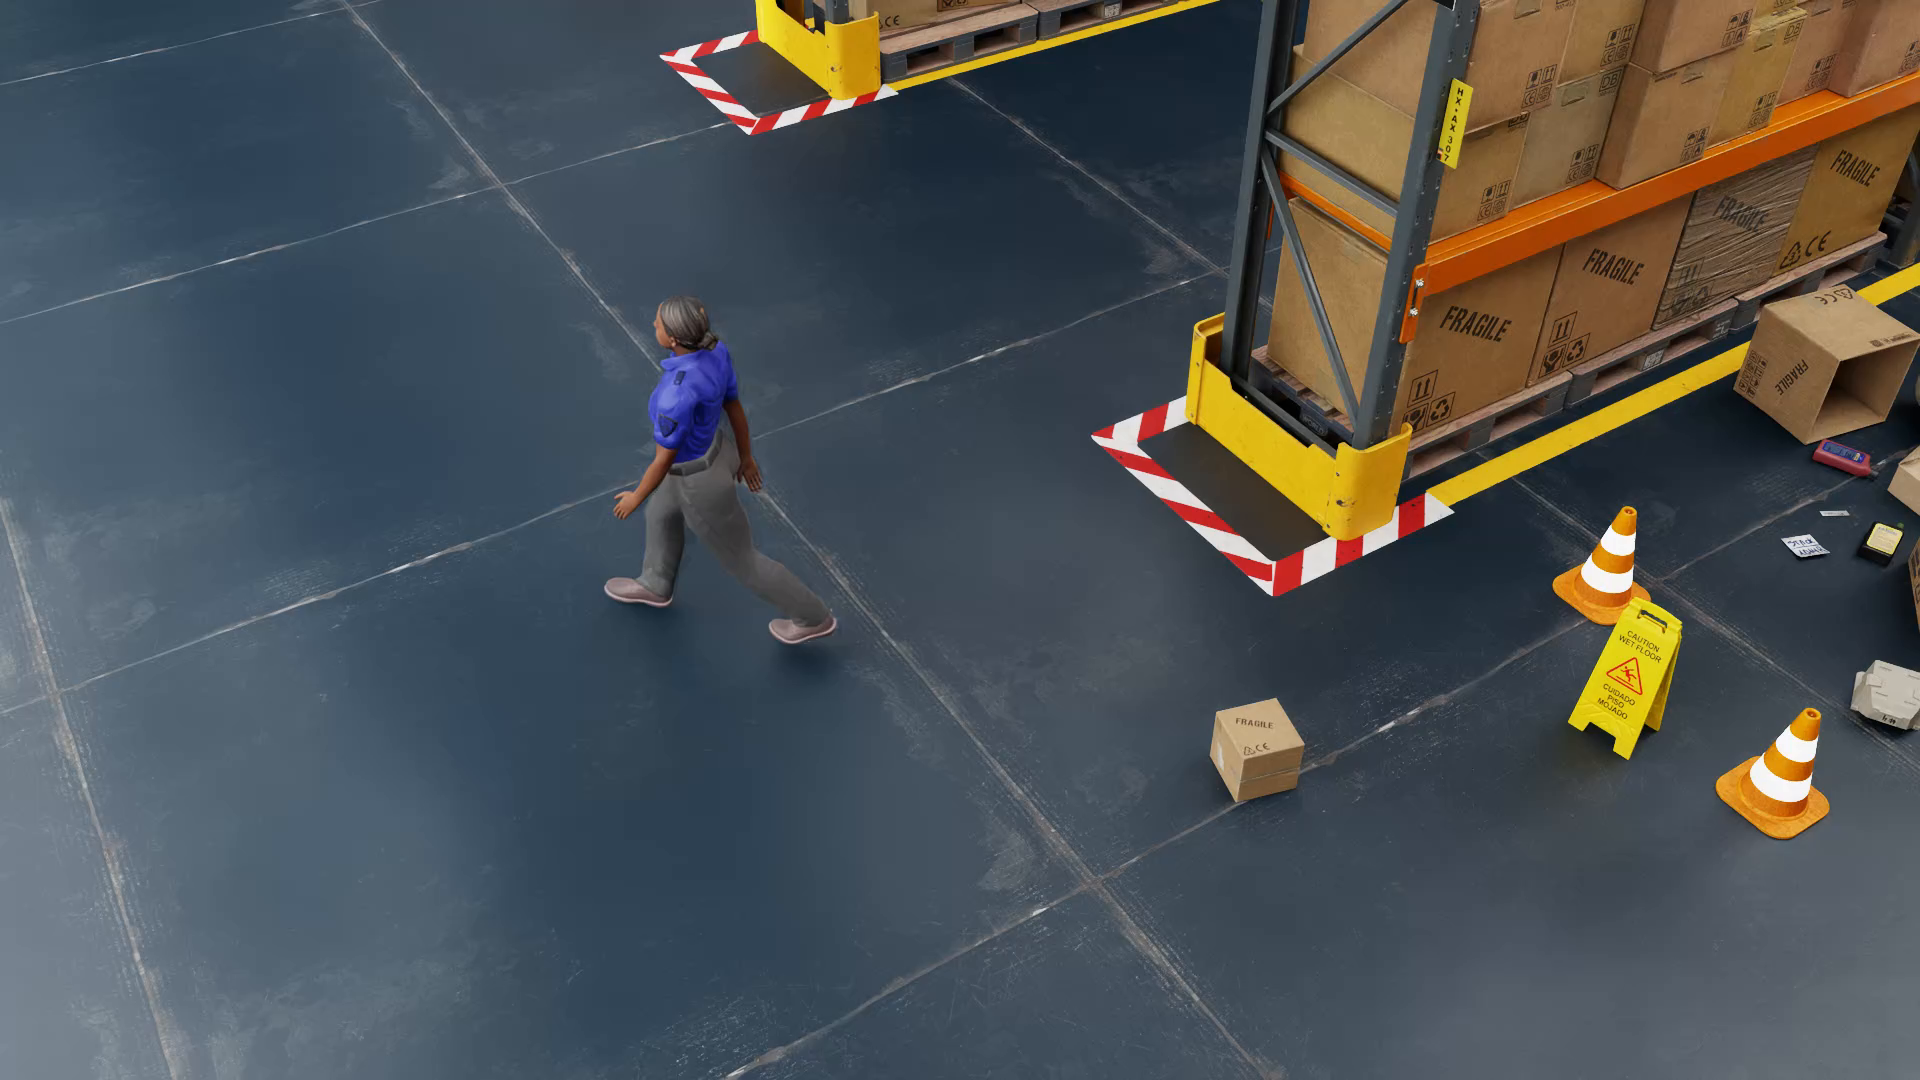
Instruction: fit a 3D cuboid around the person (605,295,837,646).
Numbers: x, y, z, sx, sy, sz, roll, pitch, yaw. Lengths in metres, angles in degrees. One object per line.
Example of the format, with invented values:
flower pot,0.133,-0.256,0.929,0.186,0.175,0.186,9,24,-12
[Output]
person,-1.009,-0.255,6.453,1.036,1.595,0.447,4,41,4
